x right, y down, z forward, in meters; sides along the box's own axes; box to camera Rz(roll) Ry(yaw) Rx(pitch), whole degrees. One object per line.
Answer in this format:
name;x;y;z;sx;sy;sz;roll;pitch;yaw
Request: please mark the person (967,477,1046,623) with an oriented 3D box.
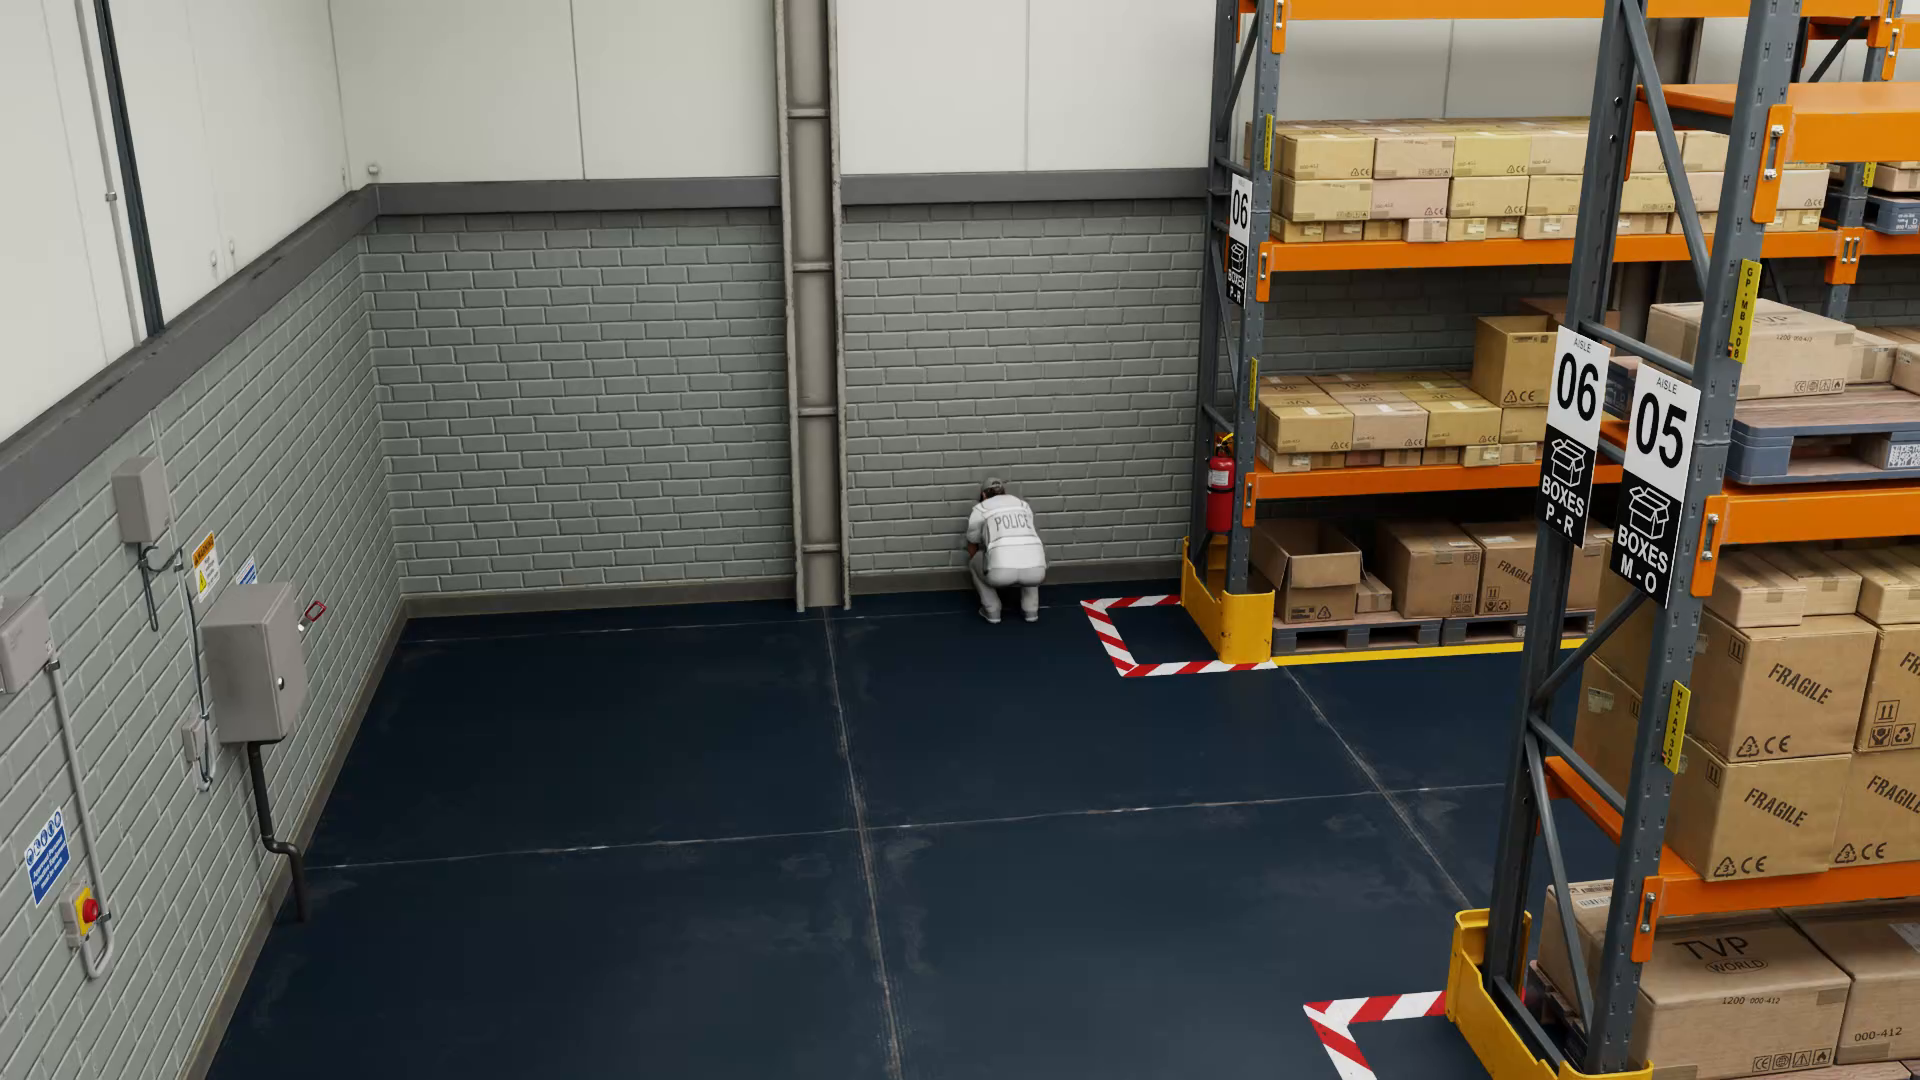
person;0.331;0.081;11.925;0.525;0.935;0.857;-3;20;-8
